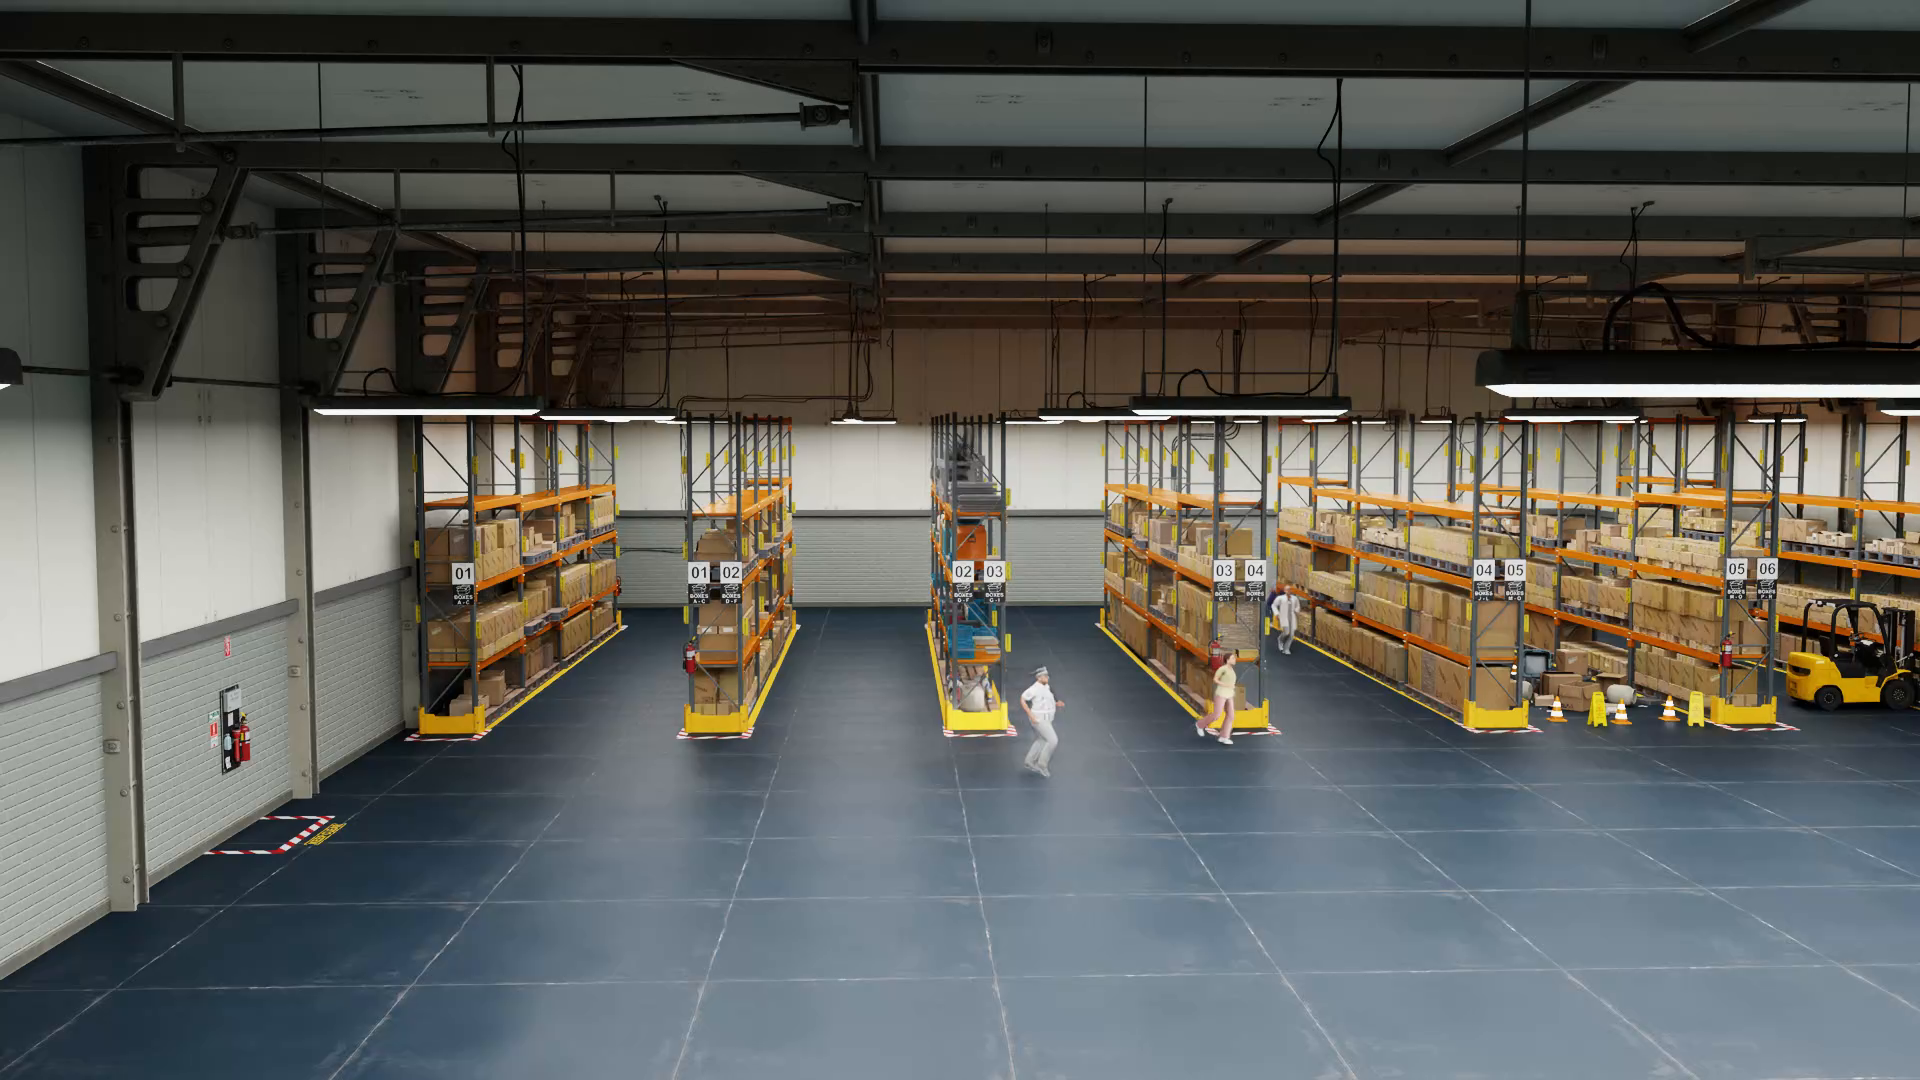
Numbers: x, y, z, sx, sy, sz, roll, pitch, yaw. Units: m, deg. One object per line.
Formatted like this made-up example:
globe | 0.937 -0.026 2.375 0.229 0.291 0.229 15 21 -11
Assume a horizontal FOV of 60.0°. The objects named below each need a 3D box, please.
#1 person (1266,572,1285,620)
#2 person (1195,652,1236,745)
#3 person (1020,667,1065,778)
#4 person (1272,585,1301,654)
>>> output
person | 9.318 1.599 48.949 0.532 1.591 0.641 -1 4 -16
person | 4.791 2.853 30.333 0.625 1.622 0.887 -3 5 -42
person | 1.365 2.989 27.311 0.744 1.828 0.635 1 4 21
person | 8.242 2.011 41.777 0.700 1.727 0.627 -1 4 -10
